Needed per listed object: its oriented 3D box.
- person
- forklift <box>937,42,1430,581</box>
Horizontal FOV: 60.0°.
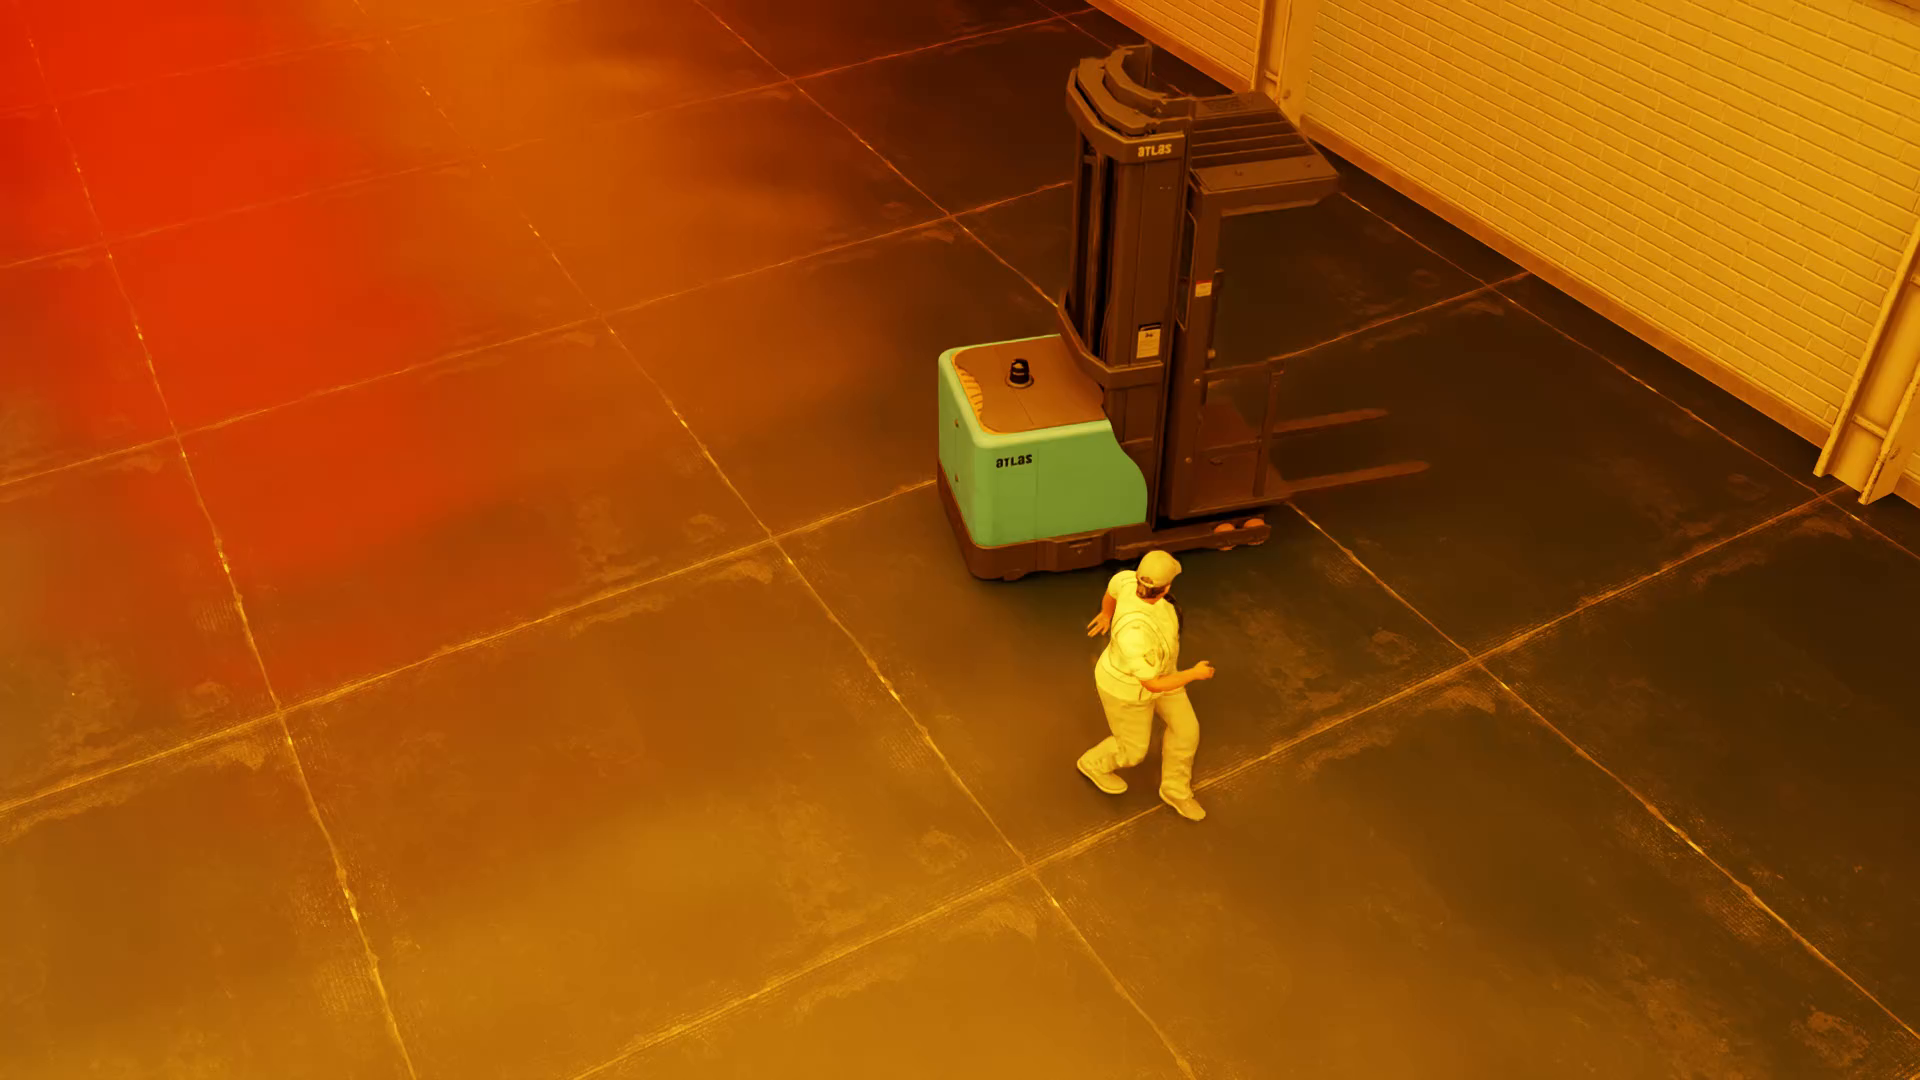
[{"bbox_3d":[0.909,0.717,8.260,0.844,1.647,0.524,23,45,25],"label":"person"},{"bbox_3d":[1.429,-1.384,9.705,3.031,2.935,1.130,-9,41,-11],"label":"forklift"}]
